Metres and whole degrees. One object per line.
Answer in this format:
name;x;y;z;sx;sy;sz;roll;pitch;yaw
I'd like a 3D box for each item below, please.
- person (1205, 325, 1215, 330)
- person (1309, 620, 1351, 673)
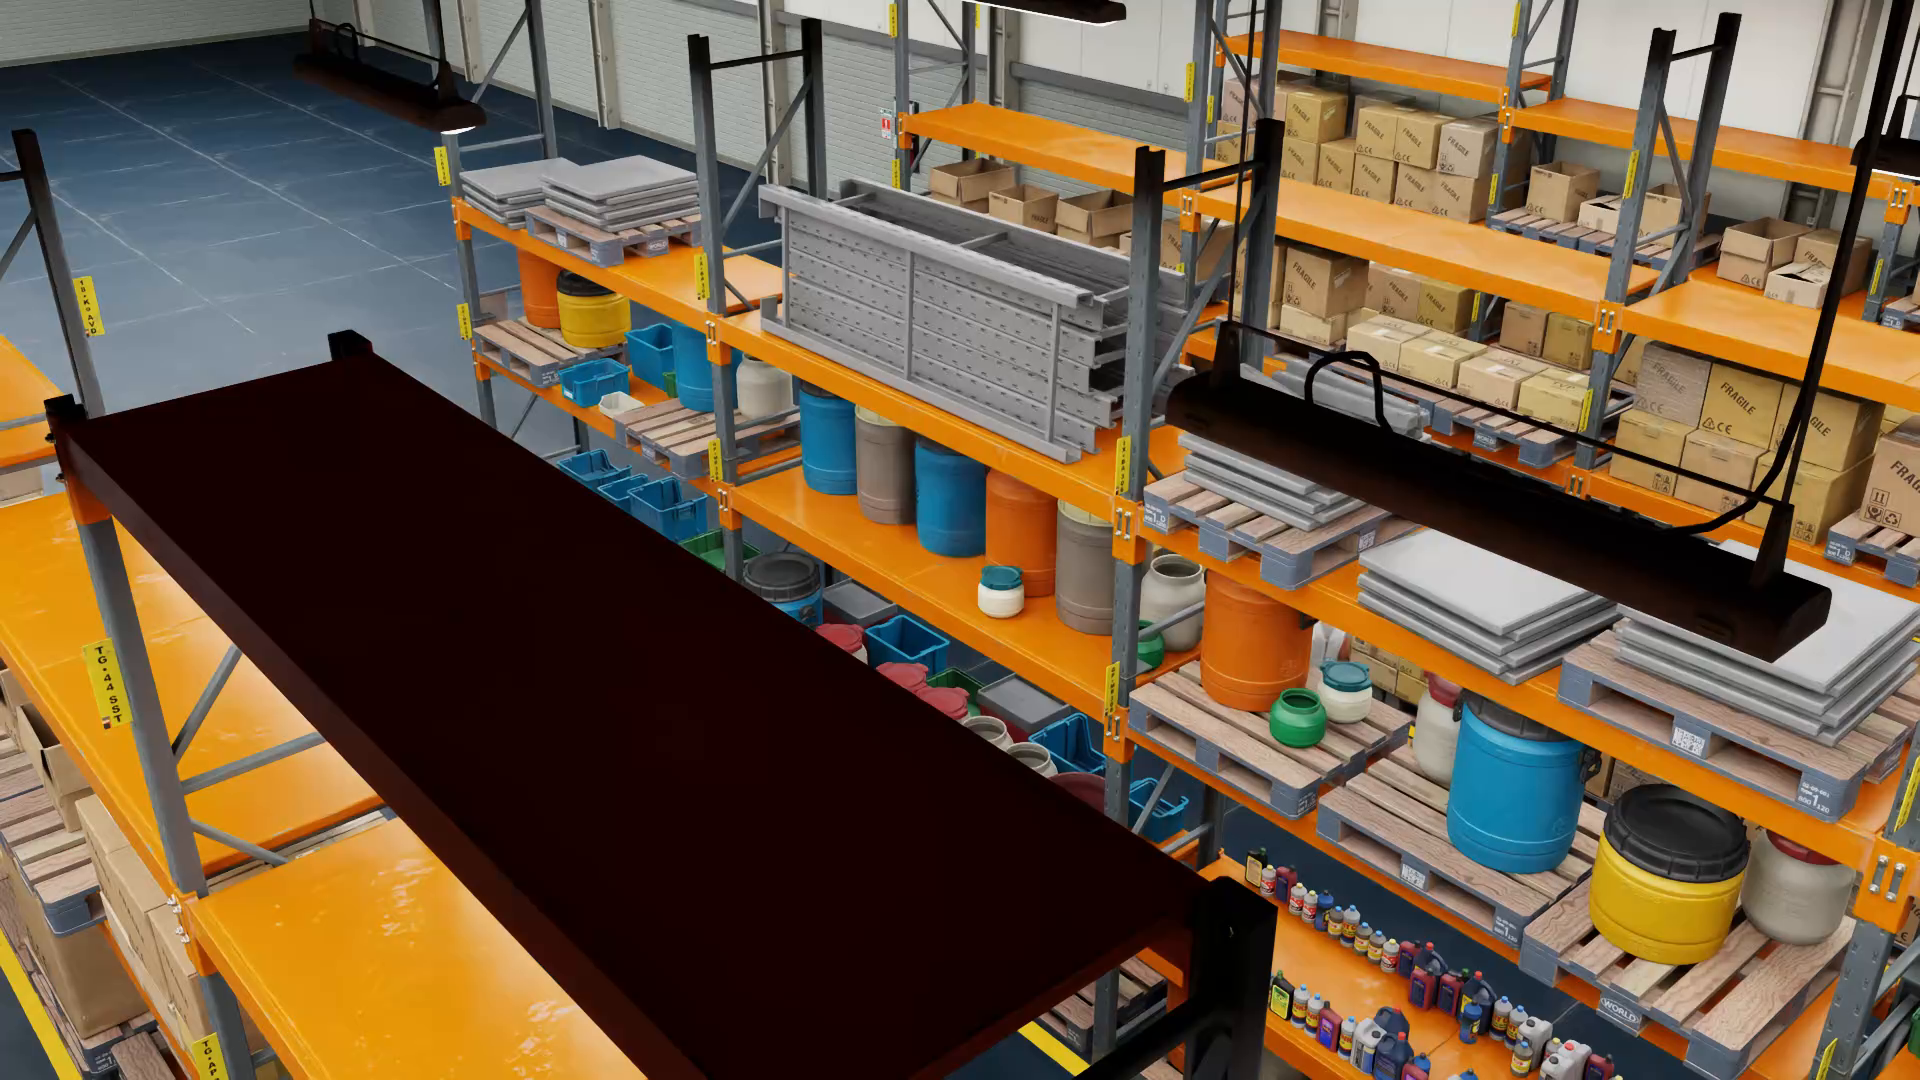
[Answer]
person;2.793;-1.904;19.528;0.628;1.698;0.511;3;27;6
person;2.844;0.993;13.345;0.572;1.652;0.595;-11;29;-21
